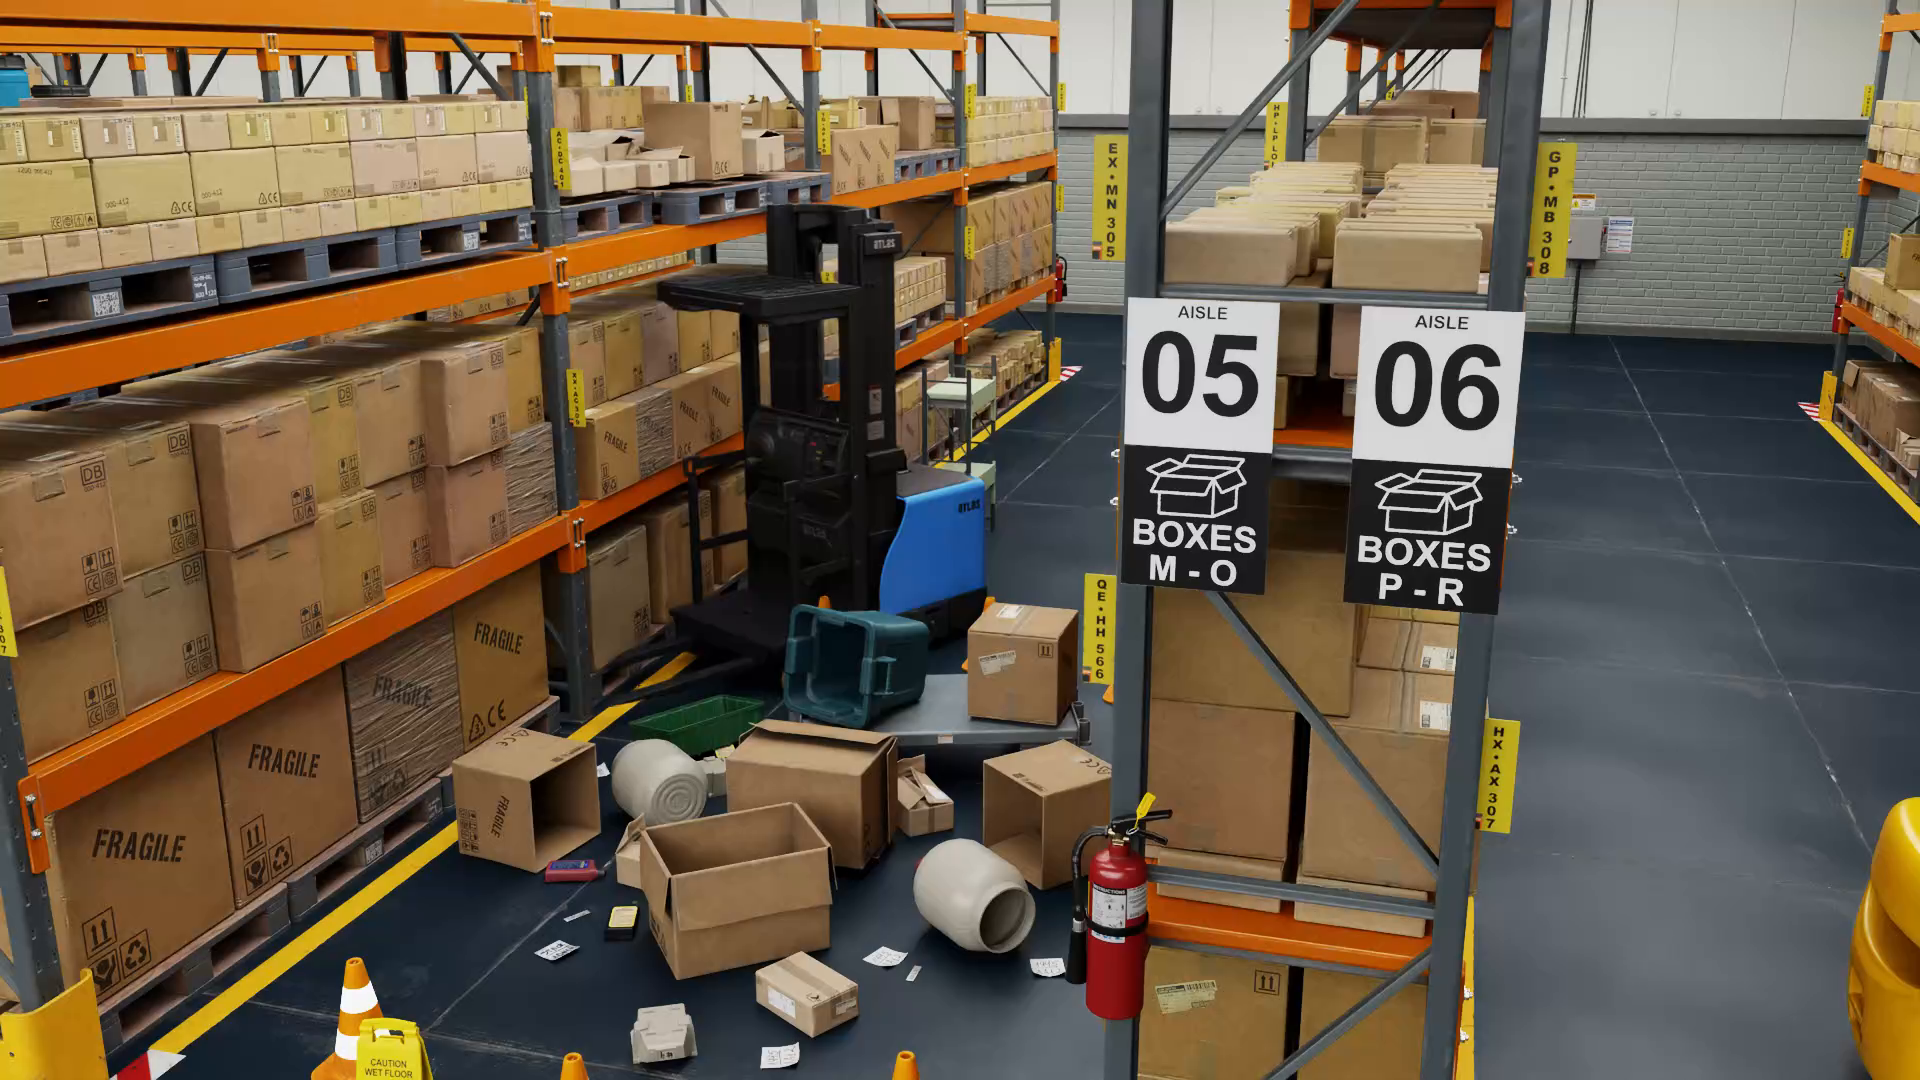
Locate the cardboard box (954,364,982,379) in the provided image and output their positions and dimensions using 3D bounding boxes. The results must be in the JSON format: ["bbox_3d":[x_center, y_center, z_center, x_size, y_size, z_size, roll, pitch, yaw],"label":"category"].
[{"bbox_3d":[0.020,-1.813,18.088,0.380,0.149,0.250,4,16,15],"label":"cardboard box"}]

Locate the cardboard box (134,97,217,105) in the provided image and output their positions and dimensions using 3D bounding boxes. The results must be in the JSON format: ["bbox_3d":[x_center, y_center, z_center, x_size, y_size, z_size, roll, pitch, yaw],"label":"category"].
[{"bbox_3d":[-6.331,-3.301,13.376,0.500,0.500,0.500,5,16,16],"label":"cardboard box"}]

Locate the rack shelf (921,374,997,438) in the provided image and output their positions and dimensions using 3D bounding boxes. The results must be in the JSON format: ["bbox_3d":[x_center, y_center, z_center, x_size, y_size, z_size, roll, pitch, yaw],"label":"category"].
[{"bbox_3d":[-0.002,-1.095,13.512,0.431,0.370,0.720,5,16,16],"label":"rack shelf"}]

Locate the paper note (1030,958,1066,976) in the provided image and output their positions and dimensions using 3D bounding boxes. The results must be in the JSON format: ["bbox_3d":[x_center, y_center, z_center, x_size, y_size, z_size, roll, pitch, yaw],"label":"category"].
[{"bbox_3d":[0.383,1.853,7.240,0.142,0.019,0.148,-1,16,-3],"label":"paper note"}]

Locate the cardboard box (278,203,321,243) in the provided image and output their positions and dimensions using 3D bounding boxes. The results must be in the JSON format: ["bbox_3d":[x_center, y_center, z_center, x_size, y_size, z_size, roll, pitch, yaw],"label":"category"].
[{"bbox_3d":[-3.011,-1.379,7.205,0.380,0.149,0.250,5,17,16],"label":"cardboard box"}]

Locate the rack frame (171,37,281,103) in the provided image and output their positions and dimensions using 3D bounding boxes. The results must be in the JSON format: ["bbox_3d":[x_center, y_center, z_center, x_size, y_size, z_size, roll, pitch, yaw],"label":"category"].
[{"bbox_3d":[-6.300,-4.735,14.033,1.000,3.000,0.127,5,16,16],"label":"rack frame"}]

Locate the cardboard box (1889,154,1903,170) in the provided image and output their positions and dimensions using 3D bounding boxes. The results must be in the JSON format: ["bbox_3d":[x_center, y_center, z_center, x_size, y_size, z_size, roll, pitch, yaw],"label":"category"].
[{"bbox_3d":[9.546,-3.784,16.636,0.380,0.149,0.250,5,16,16],"label":"cardboard box"}]

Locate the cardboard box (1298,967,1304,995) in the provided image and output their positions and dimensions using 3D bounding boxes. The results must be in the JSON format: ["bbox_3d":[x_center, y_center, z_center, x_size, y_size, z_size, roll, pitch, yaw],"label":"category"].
[{"bbox_3d":[1.051,1.406,6.271,0.500,0.500,0.500,5,17,18],"label":"cardboard box"}]

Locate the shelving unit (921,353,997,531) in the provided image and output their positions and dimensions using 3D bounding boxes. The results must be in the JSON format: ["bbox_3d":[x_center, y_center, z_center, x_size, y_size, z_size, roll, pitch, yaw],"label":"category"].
[{"bbox_3d":[-0.002,-0.720,13.619,0.431,1.500,0.755,5,16,16],"label":"shelving unit"}]

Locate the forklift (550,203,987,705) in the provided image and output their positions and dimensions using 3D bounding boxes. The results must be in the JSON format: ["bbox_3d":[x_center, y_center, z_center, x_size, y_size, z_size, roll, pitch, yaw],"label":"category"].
[{"bbox_3d":[-1.199,-0.601,10.578,1.130,2.935,3.031,15,22,42],"label":"forklift"}]

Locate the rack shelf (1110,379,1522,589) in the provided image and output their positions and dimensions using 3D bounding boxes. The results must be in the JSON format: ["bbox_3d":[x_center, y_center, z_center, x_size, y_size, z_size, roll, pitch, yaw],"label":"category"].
[{"bbox_3d":[1.496,-0.608,6.296,1.077,0.370,4.000,5,16,16],"label":"rack shelf"}]

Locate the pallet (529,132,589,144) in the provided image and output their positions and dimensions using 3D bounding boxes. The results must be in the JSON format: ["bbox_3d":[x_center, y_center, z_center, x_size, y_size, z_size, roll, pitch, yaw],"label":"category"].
[{"bbox_3d":[-4.921,-4.509,18.895,1.003,0.211,1.213,5,16,16],"label":"pallet"}]

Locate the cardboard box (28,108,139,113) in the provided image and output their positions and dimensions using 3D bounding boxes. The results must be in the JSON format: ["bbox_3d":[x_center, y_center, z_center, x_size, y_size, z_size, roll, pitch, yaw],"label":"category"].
[{"bbox_3d":[-3.715,-1.748,7.044,0.380,0.149,0.250,4,16,15],"label":"cardboard box"}]

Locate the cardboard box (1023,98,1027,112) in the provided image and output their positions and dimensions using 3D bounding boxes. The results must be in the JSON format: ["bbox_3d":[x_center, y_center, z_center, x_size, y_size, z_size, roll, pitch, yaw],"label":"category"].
[{"bbox_3d":[0.550,-4.961,18.954,0.380,0.149,0.250,4,16,15],"label":"cardboard box"}]

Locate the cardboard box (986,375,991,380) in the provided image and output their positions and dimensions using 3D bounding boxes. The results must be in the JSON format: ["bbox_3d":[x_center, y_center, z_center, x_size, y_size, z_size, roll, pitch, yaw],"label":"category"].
[{"bbox_3d":[0.174,-1.808,18.617,0.380,0.149,0.250,5,17,18],"label":"cardboard box"}]

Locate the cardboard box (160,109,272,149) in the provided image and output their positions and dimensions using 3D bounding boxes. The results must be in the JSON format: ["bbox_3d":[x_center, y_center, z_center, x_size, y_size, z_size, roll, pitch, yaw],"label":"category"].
[{"bbox_3d":[-3.084,-1.696,6.861,0.380,0.149,0.250,4,16,15],"label":"cardboard box"}]

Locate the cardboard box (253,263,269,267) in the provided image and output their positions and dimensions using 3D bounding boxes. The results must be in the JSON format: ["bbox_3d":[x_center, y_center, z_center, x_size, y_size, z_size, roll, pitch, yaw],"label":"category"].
[{"bbox_3d":[-6.077,-2.570,15.371,0.797,0.503,0.637,5,17,18],"label":"cardboard box"}]

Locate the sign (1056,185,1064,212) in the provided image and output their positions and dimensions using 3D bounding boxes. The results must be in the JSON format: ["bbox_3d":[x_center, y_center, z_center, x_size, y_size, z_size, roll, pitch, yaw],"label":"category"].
[{"bbox_3d":[1.227,-4.192,20.410,0.100,0.325,0.005,5,16,16],"label":"sign"}]

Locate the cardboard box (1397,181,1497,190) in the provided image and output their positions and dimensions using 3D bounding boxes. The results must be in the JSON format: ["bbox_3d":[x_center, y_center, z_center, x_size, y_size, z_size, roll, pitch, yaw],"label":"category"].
[{"bbox_3d":[1.880,-1.295,6.401,0.380,0.149,0.250,5,17,17],"label":"cardboard box"}]

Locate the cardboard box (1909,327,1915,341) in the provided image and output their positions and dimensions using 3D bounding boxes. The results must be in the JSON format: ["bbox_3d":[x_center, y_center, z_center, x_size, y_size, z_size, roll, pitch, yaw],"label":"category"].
[{"bbox_3d":[9.151,-1.931,15.602,0.380,0.149,0.250,5,17,17],"label":"cardboard box"}]

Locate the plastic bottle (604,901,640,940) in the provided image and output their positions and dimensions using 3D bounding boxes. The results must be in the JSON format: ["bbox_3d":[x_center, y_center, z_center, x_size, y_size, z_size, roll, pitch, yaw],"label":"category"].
[{"bbox_3d":[-1.541,1.733,7.607,0.133,0.061,0.283,-1,16,-3],"label":"plastic bottle"}]

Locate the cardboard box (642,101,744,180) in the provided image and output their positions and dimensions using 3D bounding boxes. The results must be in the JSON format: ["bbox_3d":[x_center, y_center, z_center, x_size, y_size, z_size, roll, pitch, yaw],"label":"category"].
[{"bbox_3d":[-1.799,-2.703,11.228,0.500,0.500,0.500,5,16,16],"label":"cardboard box"}]

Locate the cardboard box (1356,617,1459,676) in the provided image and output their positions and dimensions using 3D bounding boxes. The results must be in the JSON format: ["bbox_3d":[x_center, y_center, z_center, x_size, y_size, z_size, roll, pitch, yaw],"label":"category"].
[{"bbox_3d":[1.473,0.583,5.548,0.500,0.500,0.500,5,17,18],"label":"cardboard box"}]

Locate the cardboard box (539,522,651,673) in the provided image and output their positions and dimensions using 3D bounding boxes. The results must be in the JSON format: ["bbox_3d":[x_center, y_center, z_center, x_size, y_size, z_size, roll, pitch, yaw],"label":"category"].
[{"bbox_3d":[-2.620,0.319,10.559,1.050,0.750,0.750,5,16,16],"label":"cardboard box"}]

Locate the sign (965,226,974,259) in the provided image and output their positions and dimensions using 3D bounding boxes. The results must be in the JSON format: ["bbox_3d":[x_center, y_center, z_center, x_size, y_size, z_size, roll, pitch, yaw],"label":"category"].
[{"bbox_3d":[0.097,-2.999,16.785,0.100,0.325,0.005,5,16,16],"label":"sign"}]

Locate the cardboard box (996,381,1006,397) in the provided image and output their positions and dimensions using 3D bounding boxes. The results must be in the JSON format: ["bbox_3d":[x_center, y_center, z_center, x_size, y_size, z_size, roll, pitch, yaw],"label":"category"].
[{"bbox_3d":[0.305,-1.728,18.879,0.380,0.149,0.250,4,16,14],"label":"cardboard box"}]

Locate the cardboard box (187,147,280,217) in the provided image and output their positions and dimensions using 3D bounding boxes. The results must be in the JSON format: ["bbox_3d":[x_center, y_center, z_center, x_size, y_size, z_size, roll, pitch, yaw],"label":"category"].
[{"bbox_3d":[-3.178,-1.480,6.832,0.500,0.250,0.500,4,16,15],"label":"cardboard box"}]

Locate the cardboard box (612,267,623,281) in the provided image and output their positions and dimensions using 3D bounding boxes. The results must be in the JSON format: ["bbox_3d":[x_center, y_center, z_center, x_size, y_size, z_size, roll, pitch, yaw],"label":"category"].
[{"bbox_3d":[-4.319,-3.234,20.195,0.380,0.149,0.250,4,16,14],"label":"cardboard box"}]

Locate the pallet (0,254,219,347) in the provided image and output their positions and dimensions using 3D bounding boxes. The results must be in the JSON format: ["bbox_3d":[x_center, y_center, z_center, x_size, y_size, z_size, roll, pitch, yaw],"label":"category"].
[{"bbox_3d":[-3.646,-0.940,6.313,1.003,0.211,1.213,5,16,16],"label":"pallet"}]

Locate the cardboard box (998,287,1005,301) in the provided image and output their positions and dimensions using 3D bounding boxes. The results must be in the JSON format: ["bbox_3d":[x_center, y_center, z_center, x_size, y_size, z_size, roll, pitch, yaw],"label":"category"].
[{"bbox_3d":[0.285,-2.761,18.526,0.380,0.149,0.250,5,17,18],"label":"cardboard box"}]

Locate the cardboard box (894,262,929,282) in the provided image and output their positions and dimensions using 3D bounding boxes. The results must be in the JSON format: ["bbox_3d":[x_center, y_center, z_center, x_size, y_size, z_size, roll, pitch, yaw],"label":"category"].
[{"bbox_3d":[-0.514,-2.594,16.078,0.380,0.149,0.250,4,16,14],"label":"cardboard box"}]

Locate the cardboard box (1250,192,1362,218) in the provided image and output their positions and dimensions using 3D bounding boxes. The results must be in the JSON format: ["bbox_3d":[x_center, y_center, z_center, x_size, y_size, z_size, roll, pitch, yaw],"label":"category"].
[{"bbox_3d":[1.204,-1.130,5.817,0.380,0.149,0.250,4,16,14],"label":"cardboard box"}]

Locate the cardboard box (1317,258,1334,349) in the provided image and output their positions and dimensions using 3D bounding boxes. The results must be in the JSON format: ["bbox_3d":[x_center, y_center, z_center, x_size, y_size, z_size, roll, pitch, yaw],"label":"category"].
[{"bbox_3d":[0.972,-0.787,5.339,0.500,0.250,0.500,4,16,15],"label":"cardboard box"}]

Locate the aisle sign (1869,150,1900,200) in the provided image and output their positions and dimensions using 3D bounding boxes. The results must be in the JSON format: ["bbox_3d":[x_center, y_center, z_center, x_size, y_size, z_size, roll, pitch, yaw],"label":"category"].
[{"bbox_3d":[9.973,-4.081,17.956,0.394,0.787,0.004,5,16,16],"label":"aisle sign"}]

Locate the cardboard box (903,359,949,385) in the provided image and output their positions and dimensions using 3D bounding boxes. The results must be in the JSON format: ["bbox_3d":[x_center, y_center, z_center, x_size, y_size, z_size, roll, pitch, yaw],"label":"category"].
[{"bbox_3d":[-0.406,-1.630,16.517,0.500,0.250,0.500,4,16,14],"label":"cardboard box"}]

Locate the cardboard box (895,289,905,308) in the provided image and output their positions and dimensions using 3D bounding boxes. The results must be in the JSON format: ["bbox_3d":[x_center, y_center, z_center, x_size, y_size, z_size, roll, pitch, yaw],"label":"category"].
[{"bbox_3d":[-0.731,-2.244,15.390,0.380,0.149,0.250,5,17,16],"label":"cardboard box"}]

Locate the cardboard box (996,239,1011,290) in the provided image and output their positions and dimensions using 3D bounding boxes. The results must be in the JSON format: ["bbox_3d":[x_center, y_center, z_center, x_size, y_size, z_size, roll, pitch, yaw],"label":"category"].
[{"bbox_3d":[0.257,-3.045,18.338,0.500,0.500,0.500,4,16,15],"label":"cardboard box"}]

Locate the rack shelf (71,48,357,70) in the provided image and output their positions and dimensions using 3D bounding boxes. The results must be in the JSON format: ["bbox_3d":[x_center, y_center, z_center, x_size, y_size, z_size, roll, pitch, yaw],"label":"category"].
[{"bbox_3d":[-9.344,-6.150,21.074,1.077,0.370,4.000,5,16,16],"label":"rack shelf"}]

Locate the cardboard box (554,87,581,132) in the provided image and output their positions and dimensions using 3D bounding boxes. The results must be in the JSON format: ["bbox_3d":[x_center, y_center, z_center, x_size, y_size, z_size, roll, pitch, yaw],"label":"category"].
[{"bbox_3d":[-4.841,-4.987,19.280,0.700,0.500,0.500,6,17,19],"label":"cardboard box"}]

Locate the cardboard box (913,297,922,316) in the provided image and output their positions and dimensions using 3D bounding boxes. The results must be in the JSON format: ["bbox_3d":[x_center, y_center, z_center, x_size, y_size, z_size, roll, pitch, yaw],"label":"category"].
[{"bbox_3d":[-0.577,-2.248,15.948,0.380,0.149,0.250,4,16,13],"label":"cardboard box"}]

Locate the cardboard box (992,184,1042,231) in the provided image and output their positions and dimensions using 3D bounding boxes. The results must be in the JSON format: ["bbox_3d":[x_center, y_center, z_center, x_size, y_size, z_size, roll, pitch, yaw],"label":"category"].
[{"bbox_3d":[0.665,-3.932,19.633,0.500,0.500,0.500,4,16,14],"label":"cardboard box"}]

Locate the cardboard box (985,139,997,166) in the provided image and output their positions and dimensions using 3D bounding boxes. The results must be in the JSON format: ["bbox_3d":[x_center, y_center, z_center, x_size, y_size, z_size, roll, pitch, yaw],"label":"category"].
[{"bbox_3d":[0.082,-4.088,17.522,0.500,0.250,0.500,4,16,15],"label":"cardboard box"}]

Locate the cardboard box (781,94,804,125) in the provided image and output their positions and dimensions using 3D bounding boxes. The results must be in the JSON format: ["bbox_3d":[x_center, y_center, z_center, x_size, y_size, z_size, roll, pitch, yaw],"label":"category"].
[{"bbox_3d":[-1.361,-3.761,14.511,0.396,0.266,0.258,5,16,16],"label":"cardboard box"}]

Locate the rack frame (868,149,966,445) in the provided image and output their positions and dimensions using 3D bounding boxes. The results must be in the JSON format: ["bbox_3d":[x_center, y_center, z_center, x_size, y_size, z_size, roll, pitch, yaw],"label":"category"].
[{"bbox_3d":[-0.436,-2.484,17.091,1.000,3.000,0.127,5,16,16],"label":"rack frame"}]

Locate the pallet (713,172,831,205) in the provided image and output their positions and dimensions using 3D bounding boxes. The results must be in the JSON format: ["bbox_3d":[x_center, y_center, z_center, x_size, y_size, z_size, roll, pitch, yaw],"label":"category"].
[{"bbox_3d":[-1.705,-2.618,12.410,1.213,0.211,1.003,5,17,18],"label":"pallet"}]

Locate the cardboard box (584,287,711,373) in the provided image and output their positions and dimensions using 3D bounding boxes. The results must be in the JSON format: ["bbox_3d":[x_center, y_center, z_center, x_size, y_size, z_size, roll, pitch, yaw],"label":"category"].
[{"bbox_3d":[-2.141,-1.450,11.428,0.700,0.500,0.500,4,16,15],"label":"cardboard box"}]

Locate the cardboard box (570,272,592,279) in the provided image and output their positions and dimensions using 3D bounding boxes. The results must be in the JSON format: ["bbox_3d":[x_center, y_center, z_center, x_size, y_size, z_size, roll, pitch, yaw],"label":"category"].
[{"bbox_3d":[-4.632,-3.199,19.340,0.500,0.250,0.500,5,16,16],"label":"cardboard box"}]

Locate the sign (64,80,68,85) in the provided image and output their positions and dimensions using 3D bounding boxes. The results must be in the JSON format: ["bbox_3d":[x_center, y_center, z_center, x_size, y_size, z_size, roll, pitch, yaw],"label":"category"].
[{"bbox_3d":[-12.997,-6.532,24.242,0.100,0.325,0.005,5,16,16],"label":"sign"}]

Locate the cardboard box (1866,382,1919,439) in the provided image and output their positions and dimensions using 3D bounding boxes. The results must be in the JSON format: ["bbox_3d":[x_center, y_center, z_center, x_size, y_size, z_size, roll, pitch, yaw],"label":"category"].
[{"bbox_3d":[9.444,-1.285,16.675,0.500,0.500,0.500,5,17,17],"label":"cardboard box"}]

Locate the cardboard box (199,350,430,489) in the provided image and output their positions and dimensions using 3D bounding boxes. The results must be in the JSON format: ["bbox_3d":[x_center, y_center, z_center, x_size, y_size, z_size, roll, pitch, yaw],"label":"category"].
[{"bbox_3d":[-3.178,-0.606,8.214,0.875,0.550,0.550,5,16,16],"label":"cardboard box"}]

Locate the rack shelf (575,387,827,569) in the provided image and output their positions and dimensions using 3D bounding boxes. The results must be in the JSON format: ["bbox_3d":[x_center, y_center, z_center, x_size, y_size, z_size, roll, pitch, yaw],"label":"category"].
[{"bbox_3d":[-2.141,-0.569,11.655,1.077,0.370,4.000,5,16,16],"label":"rack shelf"}]

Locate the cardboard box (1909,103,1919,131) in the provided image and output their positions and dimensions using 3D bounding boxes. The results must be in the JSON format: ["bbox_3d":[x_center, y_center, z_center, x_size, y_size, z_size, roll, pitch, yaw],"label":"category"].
[{"bbox_3d":[9.441,-4.049,15.925,0.500,0.250,0.500,5,17,17],"label":"cardboard box"}]

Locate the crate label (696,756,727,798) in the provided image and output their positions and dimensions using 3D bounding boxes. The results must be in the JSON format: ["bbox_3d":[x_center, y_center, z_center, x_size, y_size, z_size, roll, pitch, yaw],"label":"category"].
[{"bbox_3d":[-1.364,1.285,9.048,0.298,0.136,0.250,-7,17,-23],"label":"crate label"}]
